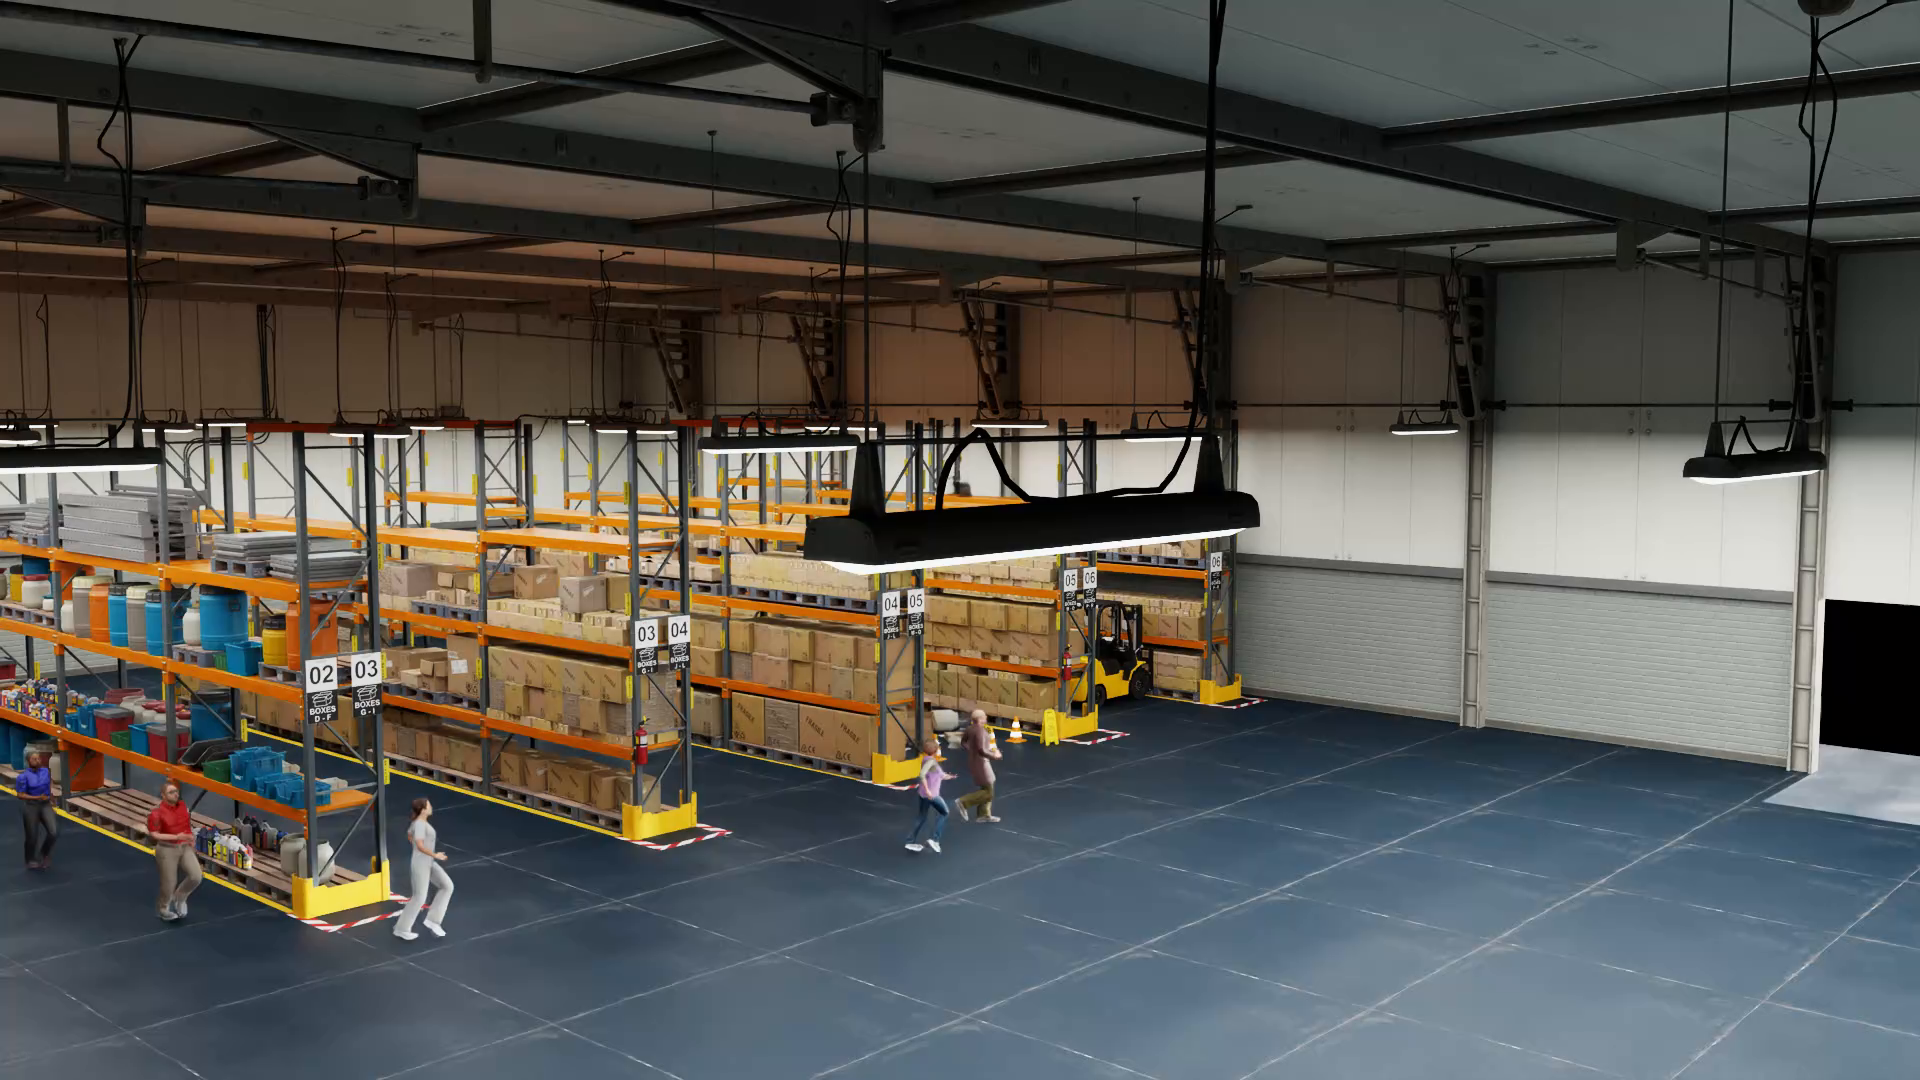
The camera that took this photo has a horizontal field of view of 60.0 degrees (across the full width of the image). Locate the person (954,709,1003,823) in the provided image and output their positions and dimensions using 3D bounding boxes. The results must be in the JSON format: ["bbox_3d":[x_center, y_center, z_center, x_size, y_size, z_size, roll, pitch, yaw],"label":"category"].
[{"bbox_3d":[0.251,3.412,25.058,0.750,1.736,0.709,-2,5,-18],"label":"person"}]

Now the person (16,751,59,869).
[{"bbox_3d":[-12.474,3.666,22.524,0.651,1.638,0.544,3,6,37],"label":"person"}]

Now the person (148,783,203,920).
[{"bbox_3d":[-9.575,3.814,20.329,0.655,1.694,0.646,2,5,27],"label":"person"}]

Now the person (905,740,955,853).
[{"bbox_3d":[-0.414,3.619,23.416,0.760,1.615,0.498,-2,5,-22],"label":"person"}]

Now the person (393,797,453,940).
[{"bbox_3d":[-6.403,3.891,19.829,0.675,1.659,0.623,-1,5,-11],"label":"person"}]
